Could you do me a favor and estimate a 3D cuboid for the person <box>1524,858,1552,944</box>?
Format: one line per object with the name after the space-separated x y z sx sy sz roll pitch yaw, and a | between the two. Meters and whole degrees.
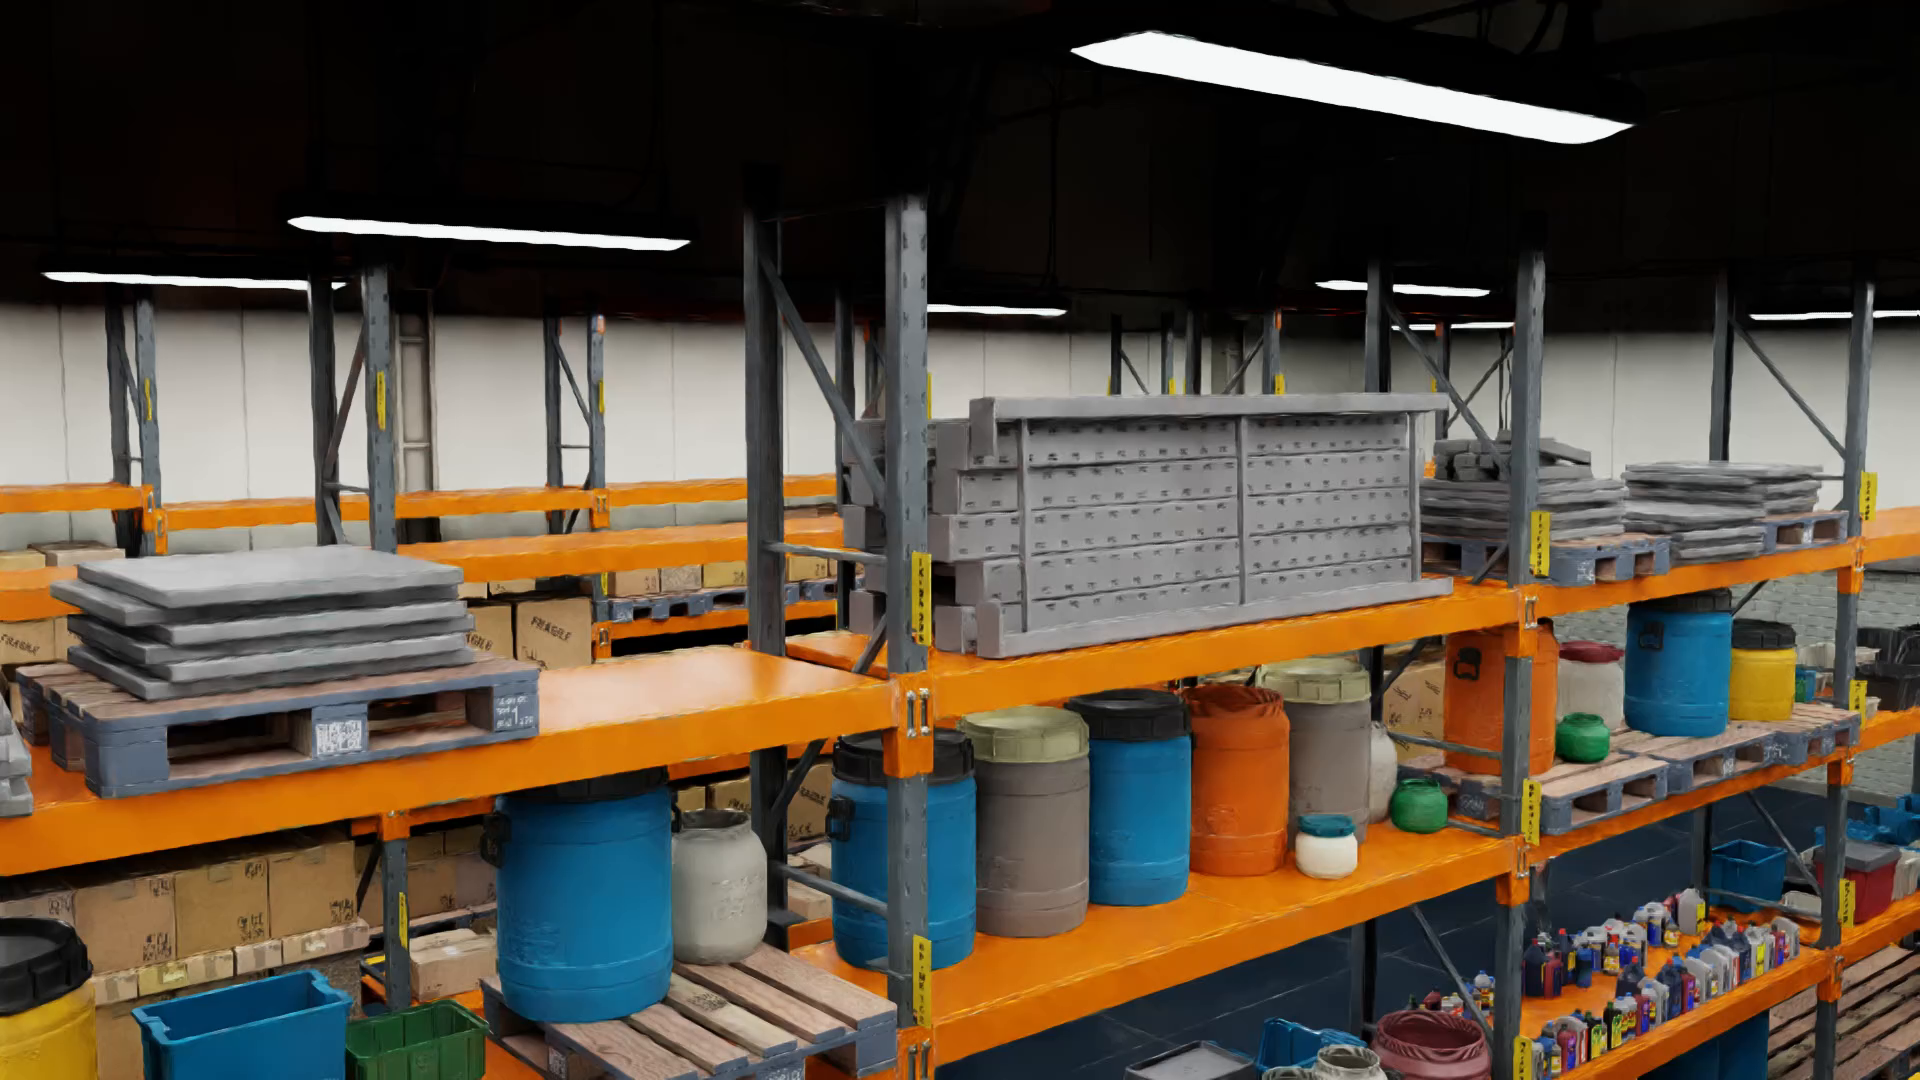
5.213 2.935 15.251 0.519 1.531 0.566 -5 8 -43 | person
